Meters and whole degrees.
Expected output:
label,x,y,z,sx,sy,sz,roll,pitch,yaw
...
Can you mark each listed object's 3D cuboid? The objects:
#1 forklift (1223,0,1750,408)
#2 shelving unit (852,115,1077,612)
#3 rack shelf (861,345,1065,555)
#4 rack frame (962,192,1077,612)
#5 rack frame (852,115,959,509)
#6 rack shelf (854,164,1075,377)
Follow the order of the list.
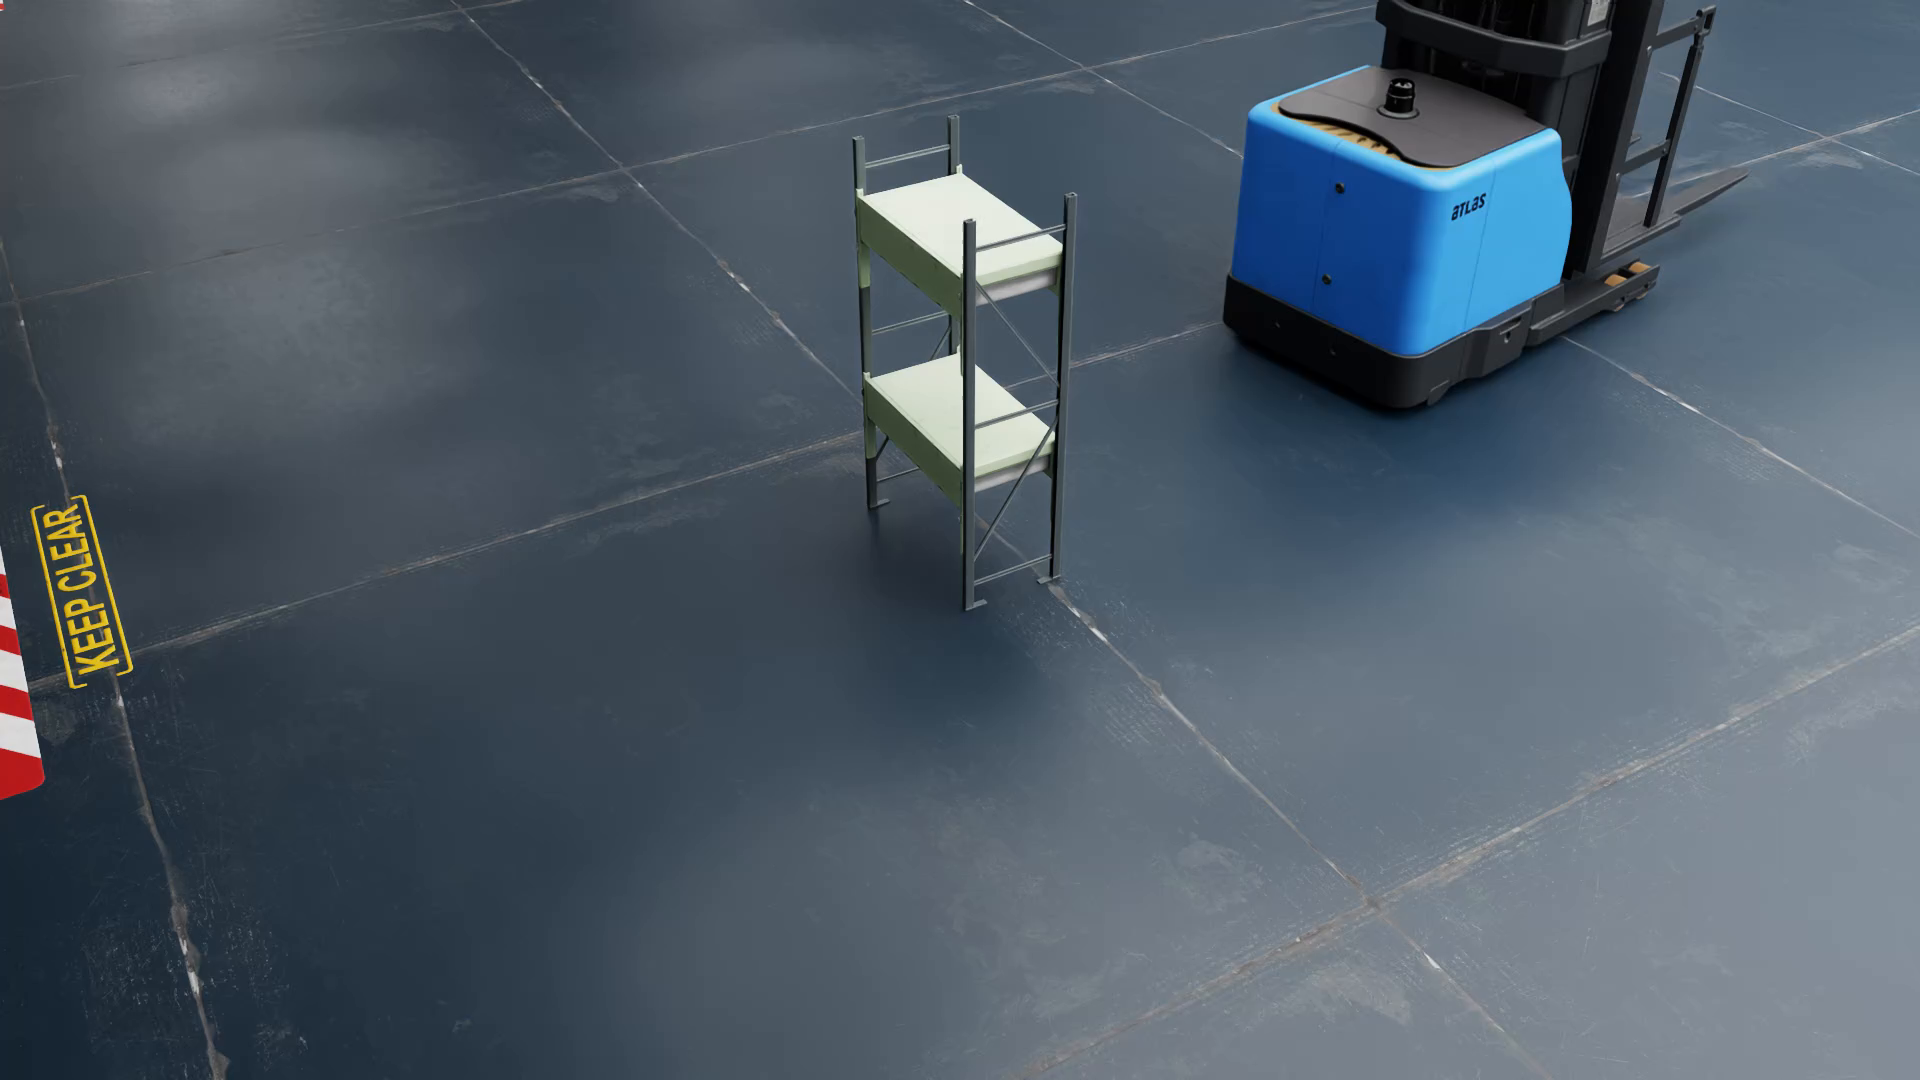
label,x,y,z,sx,sy,sz,roll,pitch,yaw
forklift,2.636,-2.455,7.127,3.031,2.935,1.130,-26,44,-31
shelving unit,0.003,-0.602,5.803,0.431,1.500,0.755,-19,40,-24
rack shelf,0.003,-0.339,5.995,0.431,0.370,0.720,-19,40,-24
rack frame,0.187,-0.416,5.547,0.400,1.500,0.023,-19,40,-24
rack frame,-0.181,-0.789,6.059,0.400,1.500,0.023,-19,40,-24
rack shelf,0.003,-0.917,5.573,0.431,0.370,0.720,-19,40,-24
